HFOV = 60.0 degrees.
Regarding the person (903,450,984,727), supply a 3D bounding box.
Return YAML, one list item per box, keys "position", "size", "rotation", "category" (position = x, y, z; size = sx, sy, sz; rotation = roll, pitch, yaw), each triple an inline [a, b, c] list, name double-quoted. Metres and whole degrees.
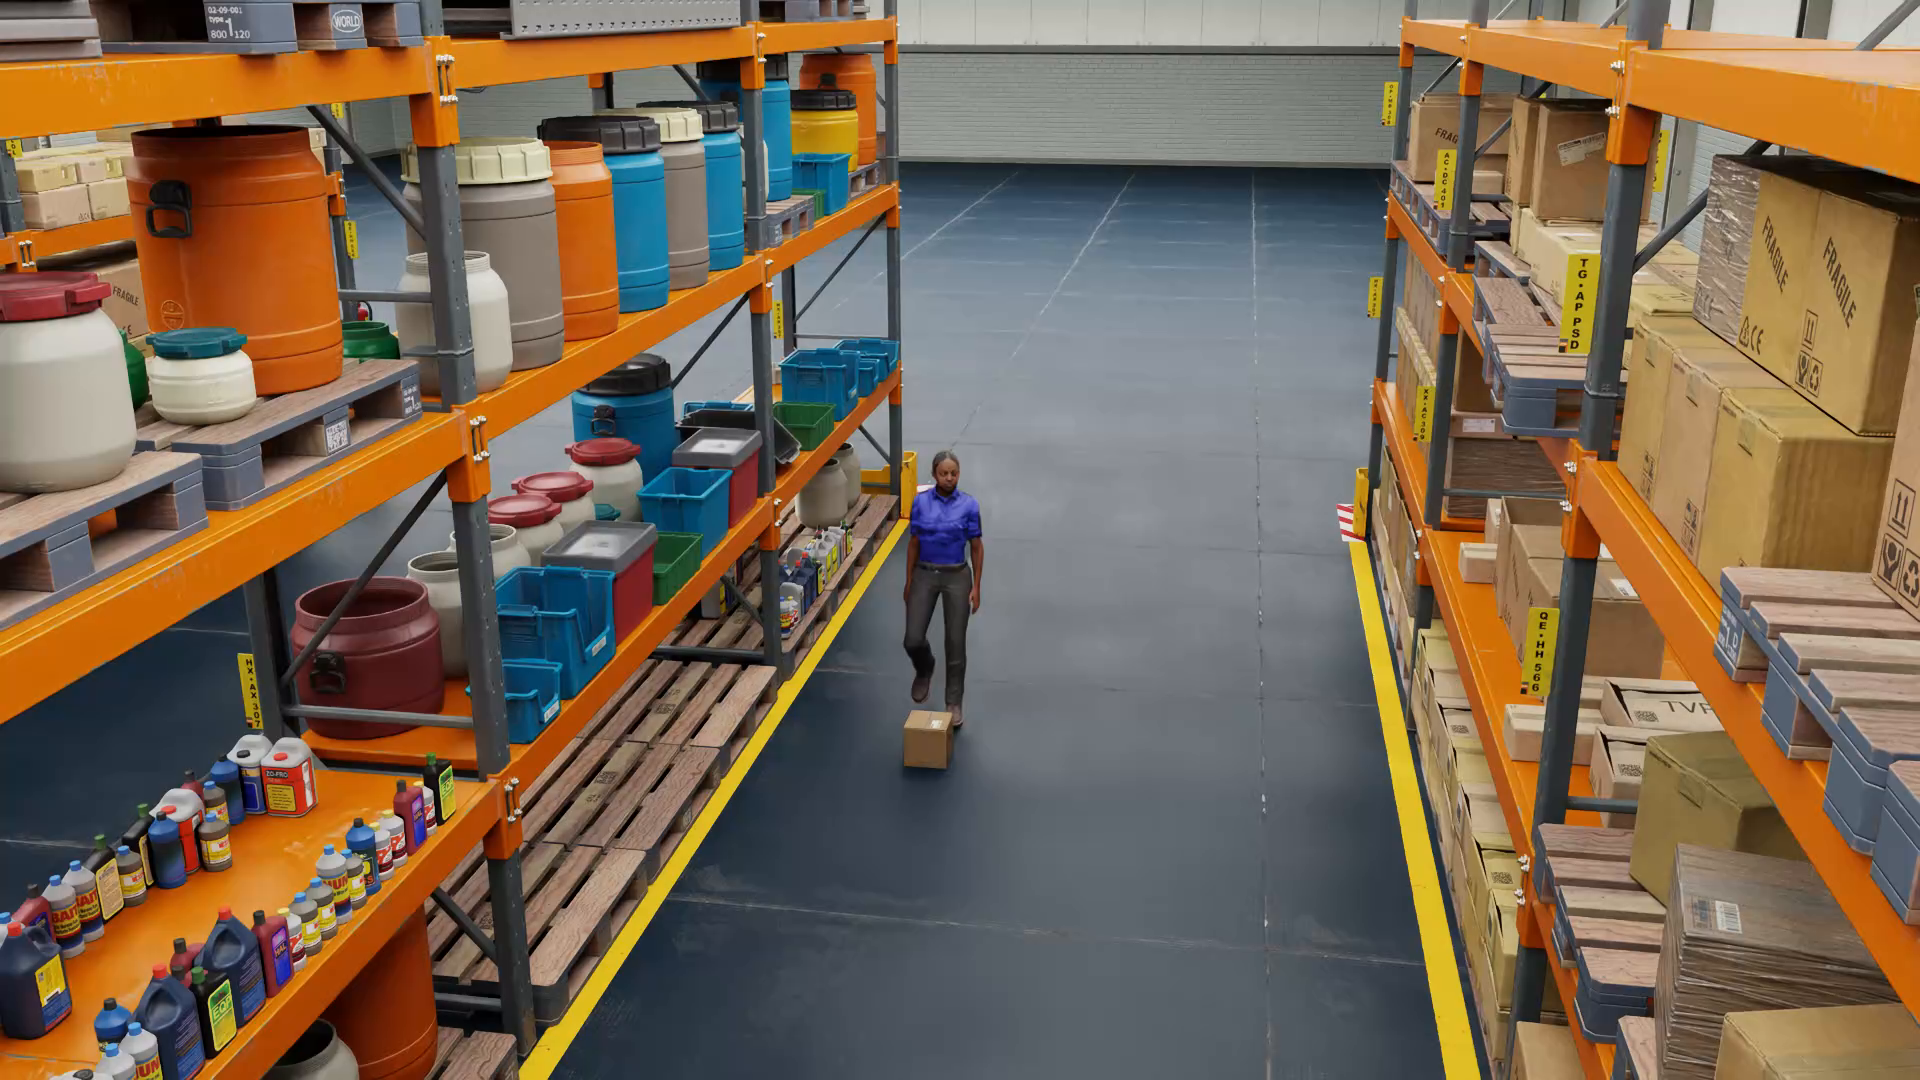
- position: [-0.106, 0.281, 10.122]
  size: [0.491, 1.656, 0.537]
  rotation: [1, 18, 4]
  category: "person"
